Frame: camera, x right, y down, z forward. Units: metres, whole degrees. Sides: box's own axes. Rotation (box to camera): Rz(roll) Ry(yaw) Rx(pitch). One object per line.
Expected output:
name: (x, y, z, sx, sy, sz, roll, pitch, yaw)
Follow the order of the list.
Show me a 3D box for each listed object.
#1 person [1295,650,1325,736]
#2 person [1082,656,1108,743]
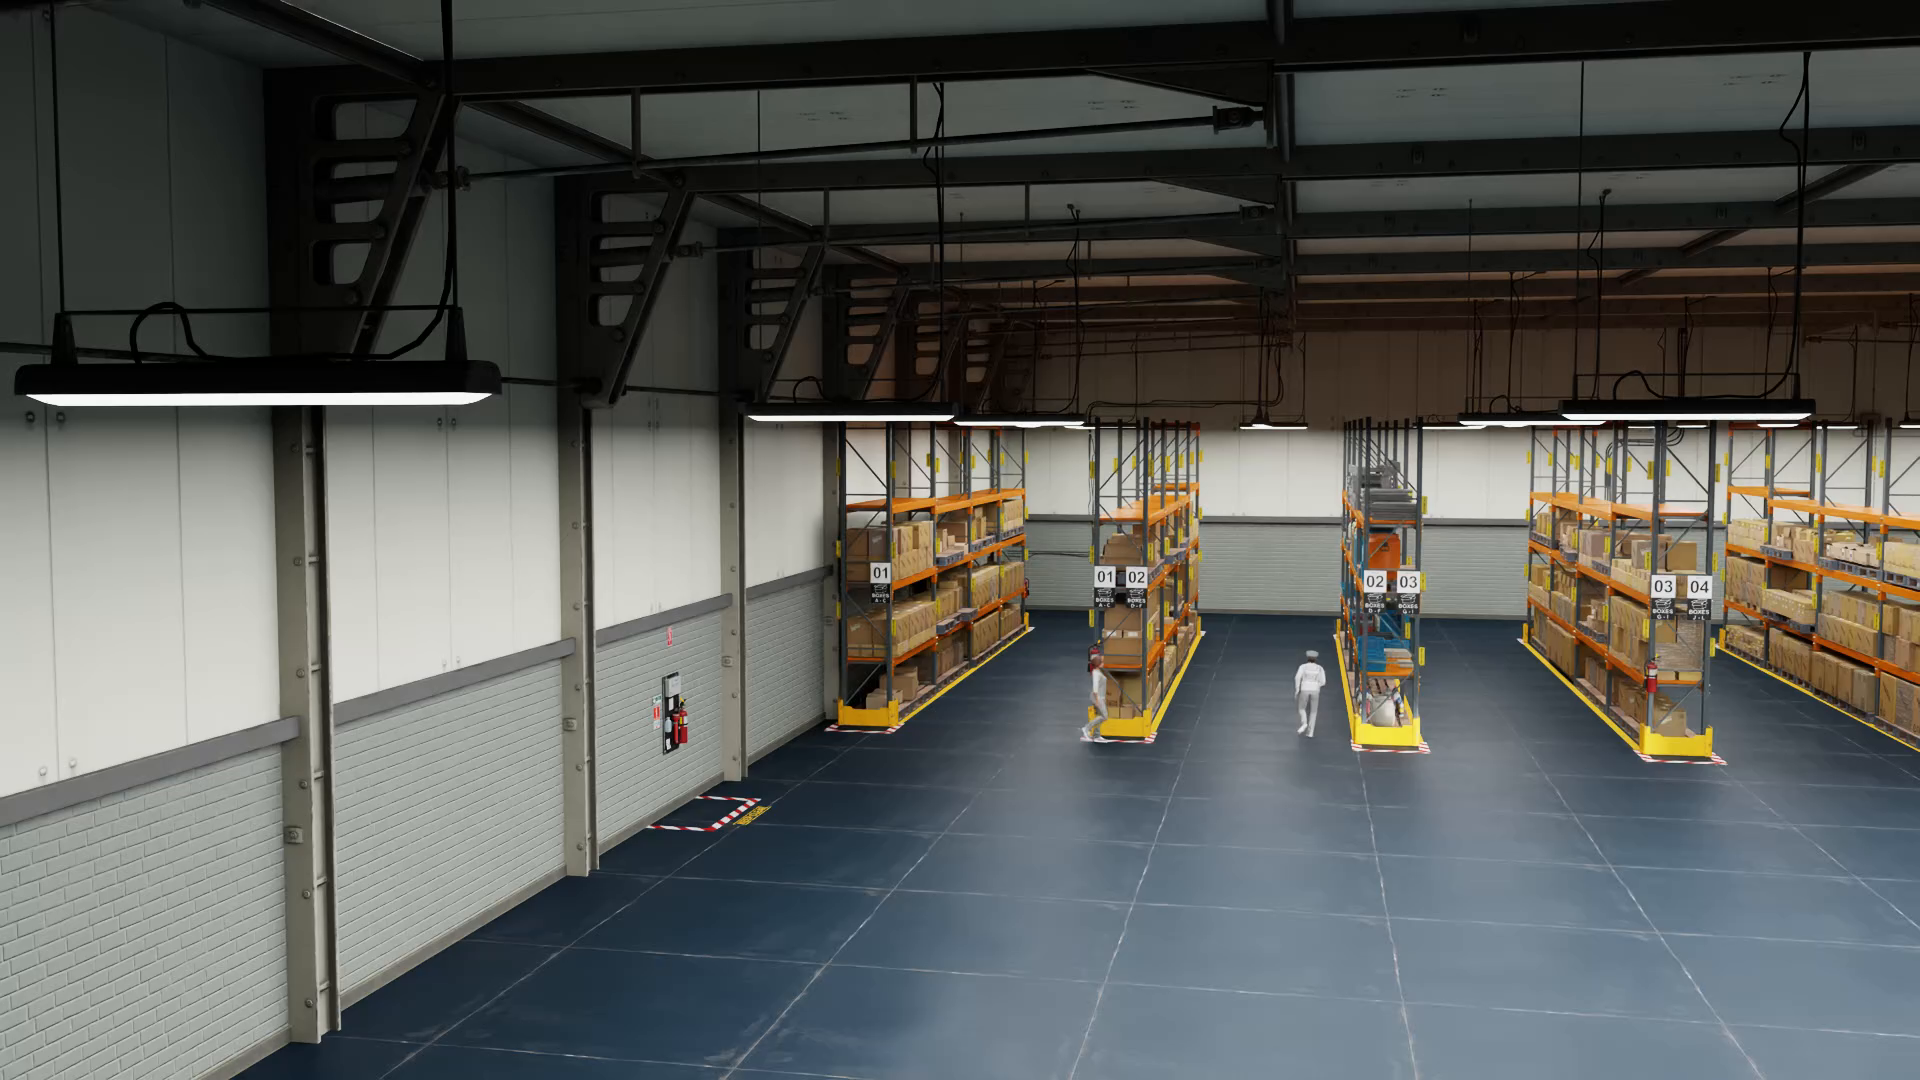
person: (6.633, 2.901, 31.515, 0.561, 1.568, 0.714, 1, 4, 14)
person: (2.489, 2.928, 30.520, 0.469, 1.596, 0.428, 0, 4, 7)
